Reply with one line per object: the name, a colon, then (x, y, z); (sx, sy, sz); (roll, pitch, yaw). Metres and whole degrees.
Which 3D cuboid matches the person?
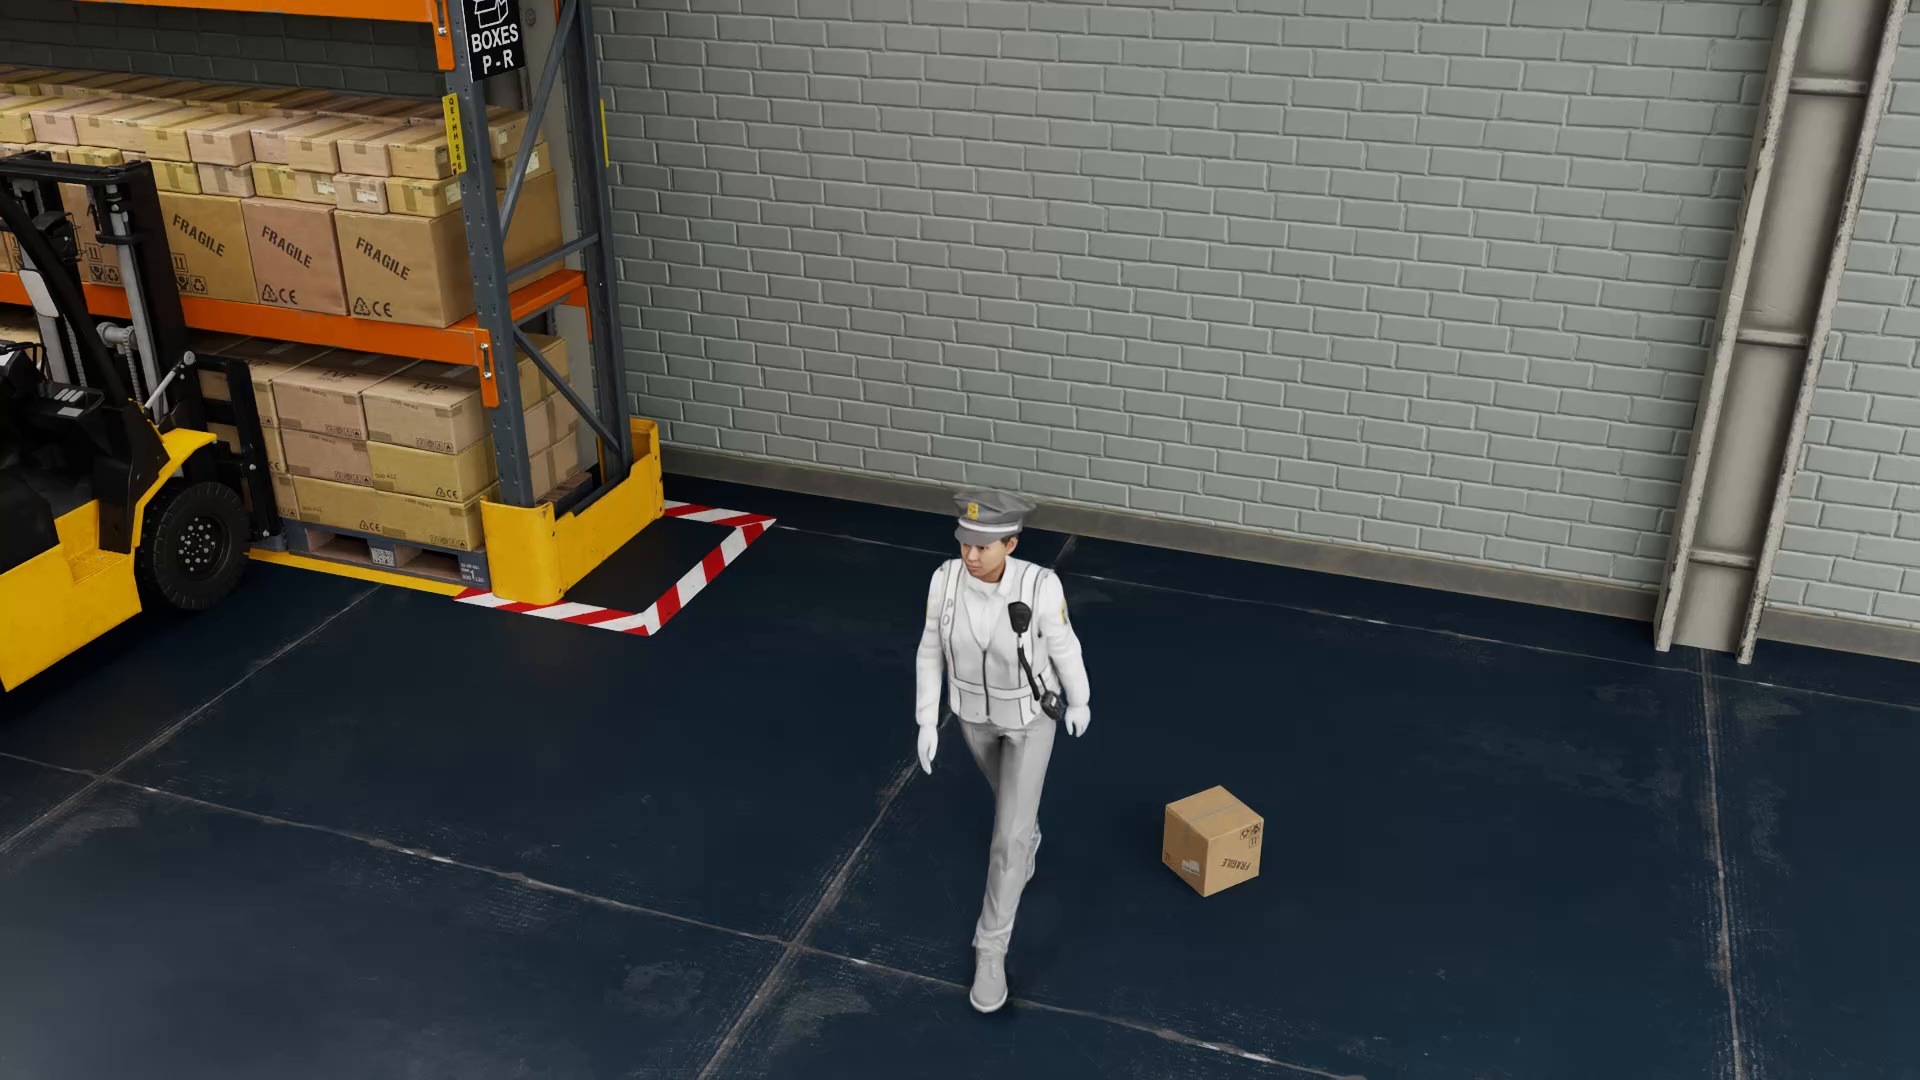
person: (0.108, 0.570, 5.390); (0.519, 1.624, 0.937); (11, 28, 22)
